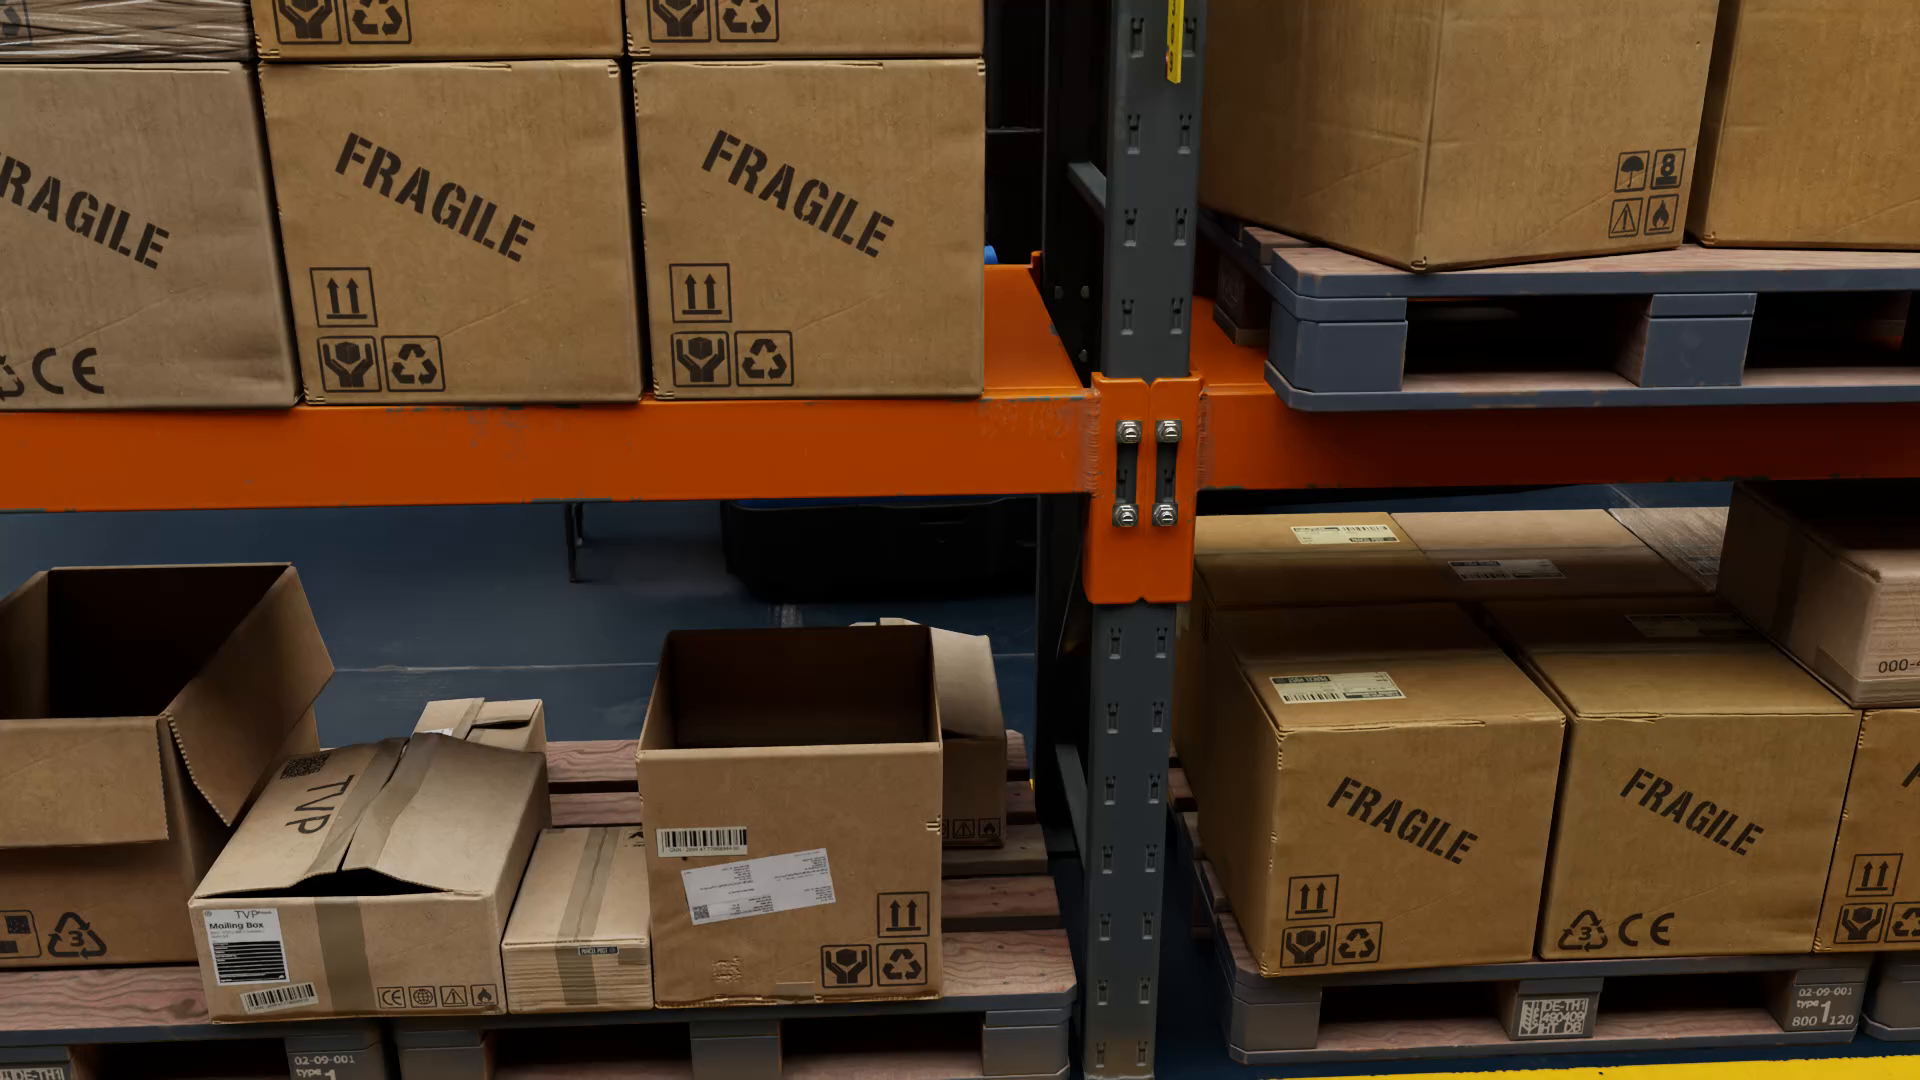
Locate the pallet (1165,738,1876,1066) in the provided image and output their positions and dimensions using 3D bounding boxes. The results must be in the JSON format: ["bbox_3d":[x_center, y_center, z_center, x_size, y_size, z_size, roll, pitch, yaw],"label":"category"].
[{"bbox_3d":[1.071,0.684,3.527,1.213,0.211,1.003,-1,21,-3],"label":"pallet"}]

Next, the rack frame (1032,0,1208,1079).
[{"bbox_3d":[0.261,-0.589,2.952,0.127,3.000,1.000,-1,21,-3],"label":"rack frame"}]

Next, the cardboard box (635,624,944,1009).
[{"bbox_3d":[-0.291,0.486,3.024,0.500,0.500,0.500,-1,21,-3],"label":"cardboard box"}]

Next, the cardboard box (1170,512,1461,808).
[{"bbox_3d":[0.738,0.262,3.613,0.500,0.500,0.500,-1,21,-3],"label":"cardboard box"}]

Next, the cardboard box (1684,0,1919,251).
[{"bbox_3d":[1.430,-0.799,2.772,0.500,0.500,0.700,2,21,6],"label":"cardboard box"}]

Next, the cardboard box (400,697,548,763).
[{"bbox_3d":[-1.033,0.482,3.502,0.250,0.166,0.380,-1,21,-3],"label":"cardboard box"}]

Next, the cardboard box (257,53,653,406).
[{"bbox_3d":[-0.738,-0.524,2.640,0.500,0.500,0.500,-1,21,-2],"label":"cardboard box"}]

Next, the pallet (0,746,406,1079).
[{"bbox_3d":[-1.645,0.754,3.345,1.213,0.211,1.003,-1,21,-3],"label":"pallet"}]

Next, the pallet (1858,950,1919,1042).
[{"bbox_3d":[2.292,0.658,3.595,1.213,0.211,1.003,-1,21,-3],"label":"pallet"}]

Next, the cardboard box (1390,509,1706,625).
[{"bbox_3d":[1.232,0.255,3.631,0.500,0.500,0.500,-1,21,-3],"label":"cardboard box"}]

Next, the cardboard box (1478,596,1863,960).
[{"bbox_3d":[1.290,0.436,3.156,0.500,0.500,0.500,-1,21,-2],"label":"cardboard box"}]

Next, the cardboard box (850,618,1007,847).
[{"bbox_3d":[-0.170,0.394,3.532,0.500,0.311,0.500,-1,21,-3],"label":"cardboard box"}]

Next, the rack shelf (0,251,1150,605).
[{"bbox_3d":[-1.735,-0.212,2.974,4.000,0.370,1.077,-1,21,-3],"label":"rack shelf"}]

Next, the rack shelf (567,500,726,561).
[{"bbox_3d":[-1.012,-0.260,5.359,0.480,0.518,0.431,-3,21,-8],"label":"rack shelf"}]

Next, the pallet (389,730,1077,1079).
[{"bbox_3d":[-0.424,0.728,3.413,1.213,0.211,1.003,-1,21,-3],"label":"pallet"}]

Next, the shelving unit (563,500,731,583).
[{"bbox_3d":[-1.012,-0.927,5.105,0.503,2.100,0.431,-3,21,-8],"label":"shelving unit"}]

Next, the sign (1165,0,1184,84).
[{"bbox_3d":[0.300,-0.801,2.292,0.005,0.325,0.100,-1,21,-3],"label":"sign"}]

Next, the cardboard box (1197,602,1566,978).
[{"bbox_3d":[0.758,0.450,3.117,0.500,0.500,0.500,-2,21,-5],"label":"cardboard box"}]

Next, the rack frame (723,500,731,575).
[{"bbox_3d":[-0.771,-0.940,5.139,0.015,2.100,0.400,-3,21,-8],"label":"rack frame"}]

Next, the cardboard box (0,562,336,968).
[{"bbox_3d":[-1.614,0.412,3.213,0.637,0.503,0.797,-1,21,-3],"label":"cardboard box"}]

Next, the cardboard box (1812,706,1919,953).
[{"bbox_3d":[1.789,0.428,3.176,0.500,0.500,0.500,-1,21,-2],"label":"cardboard box"}]

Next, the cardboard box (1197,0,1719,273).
[{"bbox_3d":[0.747,-0.762,2.676,0.500,0.500,0.700,-9,22,-21],"label":"cardboard box"}]

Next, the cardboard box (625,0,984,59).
[{"bbox_3d":[-0.229,-1.001,2.488,0.500,0.500,0.500,-1,21,-3],"label":"cardboard box"}]

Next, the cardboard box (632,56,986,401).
[{"bbox_3d":[-0.223,-0.534,2.669,0.500,0.500,0.500,-1,21,-2],"label":"cardboard box"}]

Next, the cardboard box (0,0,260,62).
[{"bbox_3d":[-1.243,-0.979,2.432,0.500,0.500,0.500,-1,21,-3],"label":"cardboard box"}]

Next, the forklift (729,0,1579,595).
[{"bbox_3d":[0.735,-1.426,5.246,3.031,2.935,1.130,-3,21,-8],"label":"forklift"}]

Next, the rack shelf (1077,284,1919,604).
[{"bbox_3d":[2.258,-0.293,3.187,4.000,0.370,1.077,-1,21,-3],"label":"rack shelf"}]

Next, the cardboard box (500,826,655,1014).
[{"bbox_3d":[-0.662,0.679,3.010,0.250,0.149,0.380,-1,21,-3],"label":"cardboard box"}]

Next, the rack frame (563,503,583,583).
[{"bbox_3d":[-1.254,-0.915,5.072,0.015,2.100,0.400,-3,21,-8],"label":"rack frame"}]

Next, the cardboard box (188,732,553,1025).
[{"bbox_3d":[-1.040,0.590,3.017,0.500,0.311,0.500,-1,21,-3],"label":"cardboard box"}]

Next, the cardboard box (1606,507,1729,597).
[{"bbox_3d":[1.732,0.245,3.658,0.500,0.500,0.500,-1,21,-2],"label":"cardboard box"}]

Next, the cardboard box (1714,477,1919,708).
[{"bbox_3d":[1.757,0.080,3.037,0.500,0.250,0.500,-1,21,-3],"label":"cardboard box"}]

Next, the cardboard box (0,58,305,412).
[{"bbox_3d":[-1.250,-0.512,2.610,0.500,0.500,0.500,-1,21,-2],"label":"cardboard box"}]

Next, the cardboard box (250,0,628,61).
[{"bbox_3d":[-0.740,-0.989,2.458,0.500,0.500,0.500,-2,21,-4],"label":"cardboard box"}]

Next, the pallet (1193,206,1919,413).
[{"bbox_3d":[1.065,-0.477,2.927,1.213,0.211,1.003,-1,21,-3],"label":"pallet"}]
